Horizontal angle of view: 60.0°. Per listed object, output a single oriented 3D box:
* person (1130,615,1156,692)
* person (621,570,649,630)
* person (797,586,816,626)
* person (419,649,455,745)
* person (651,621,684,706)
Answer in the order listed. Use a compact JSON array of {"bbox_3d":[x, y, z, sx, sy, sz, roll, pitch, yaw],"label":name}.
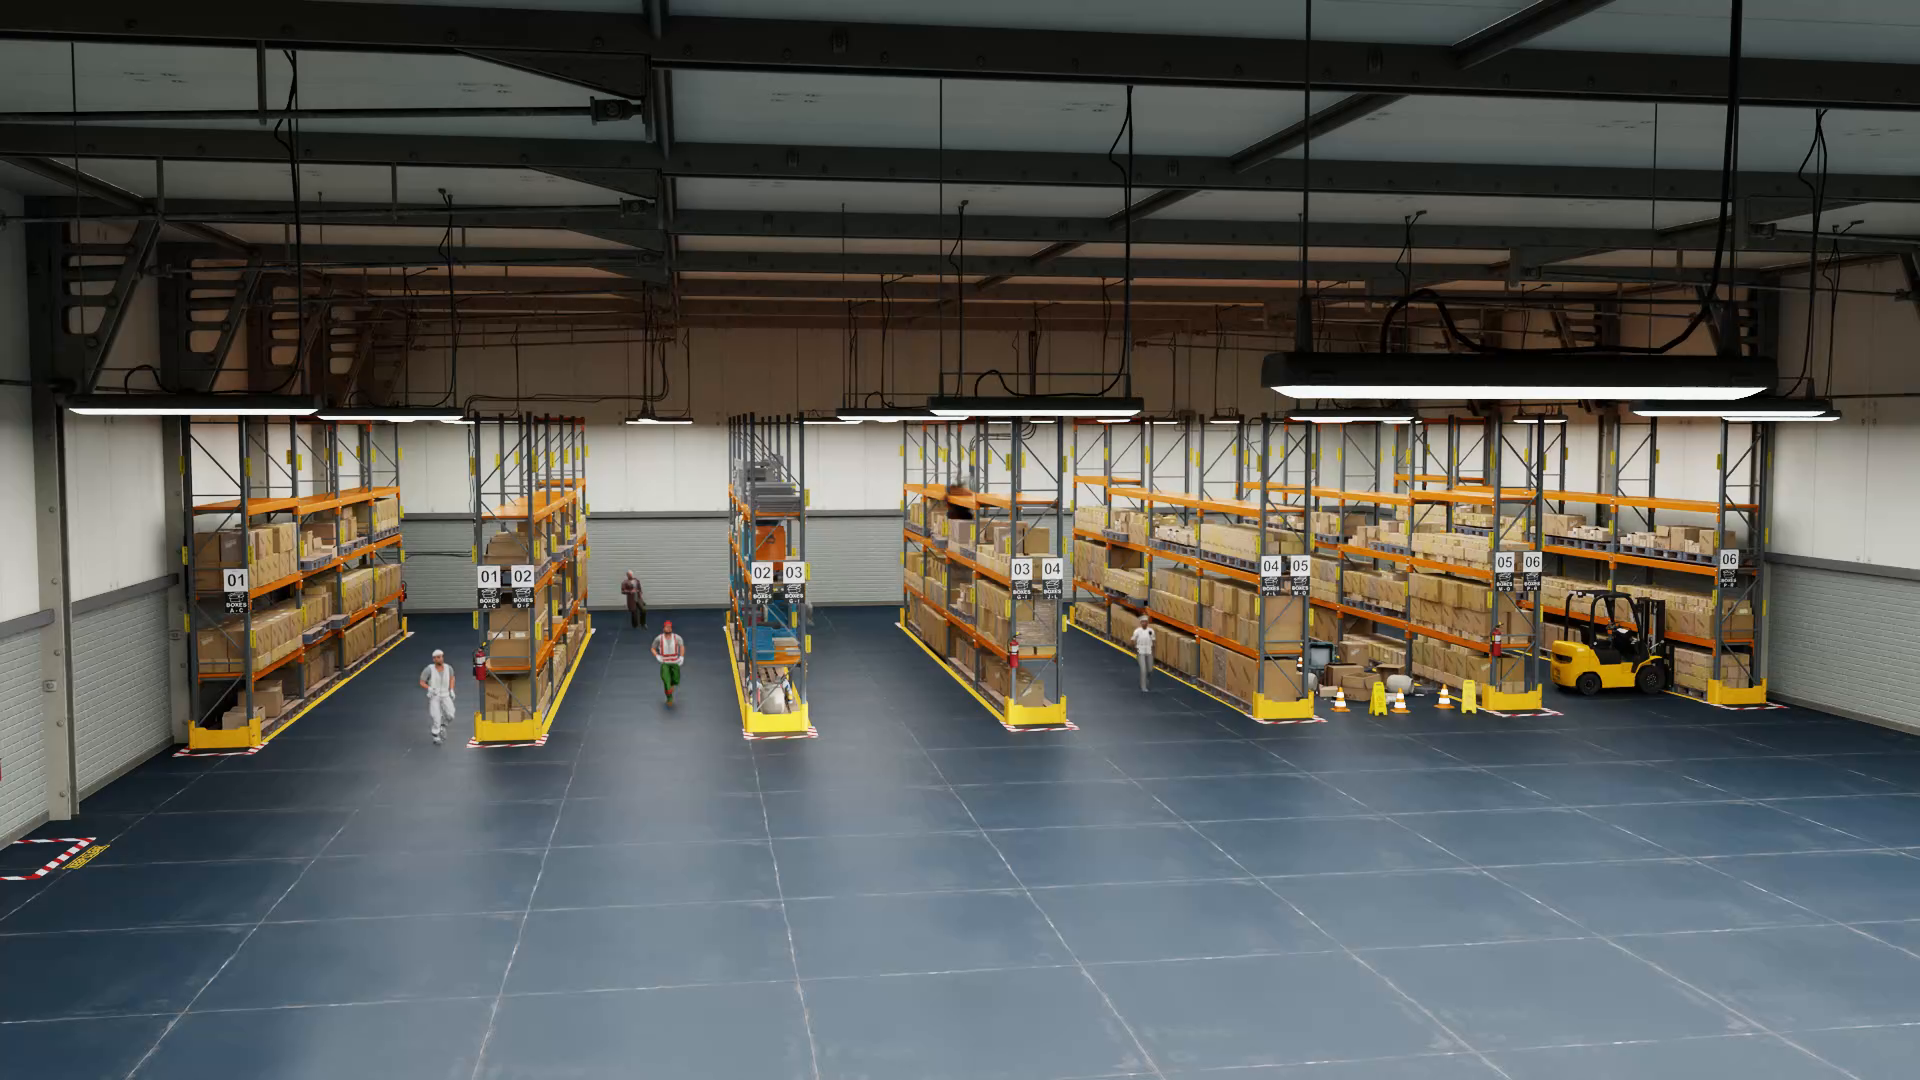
[{"bbox_3d":[3.981,2.445,36.075,0.576,1.646,0.612,-1,4,-7],"label":"person"},{"bbox_3d":[-9.127,1.686,46.425,0.763,1.702,0.730,-3,5,-36],"label":"person"},{"bbox_3d":[-4.608,1.631,47.754,0.670,1.776,0.756,3,5,36],"label":"person"},{"bbox_3d":[-9.312,2.827,29.798,0.677,1.737,0.573,-3,5,-37],"label":"person"},{"bbox_3d":[-6.022,2.532,34.307,0.689,1.736,0.664,-1,4,-20],"label":"person"}]
